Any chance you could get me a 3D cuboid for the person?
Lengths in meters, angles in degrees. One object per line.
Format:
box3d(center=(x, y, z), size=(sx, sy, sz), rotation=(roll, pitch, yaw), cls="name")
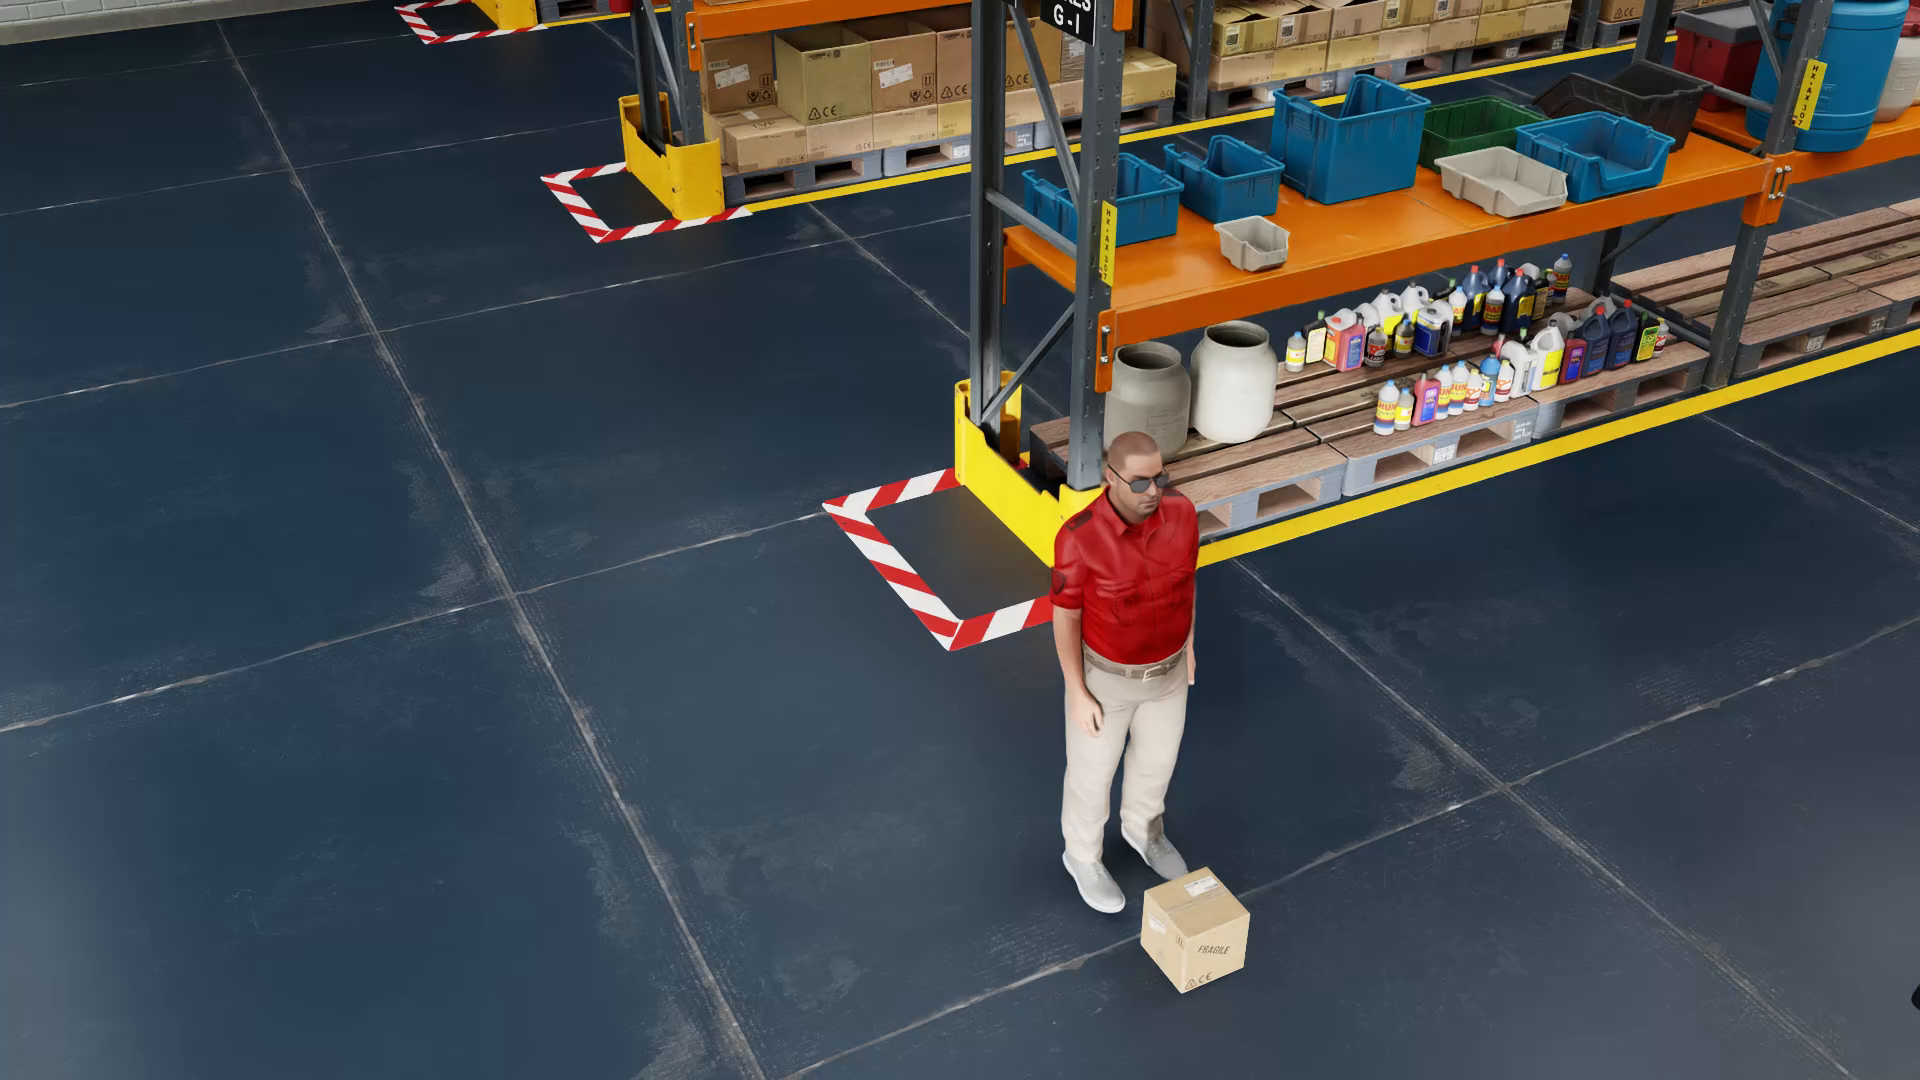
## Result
box3d(center=(0.564, 0.457, 5.467), size=(0.541, 1.767, 0.390), rotation=(-15, 36, -22), cls="person")
